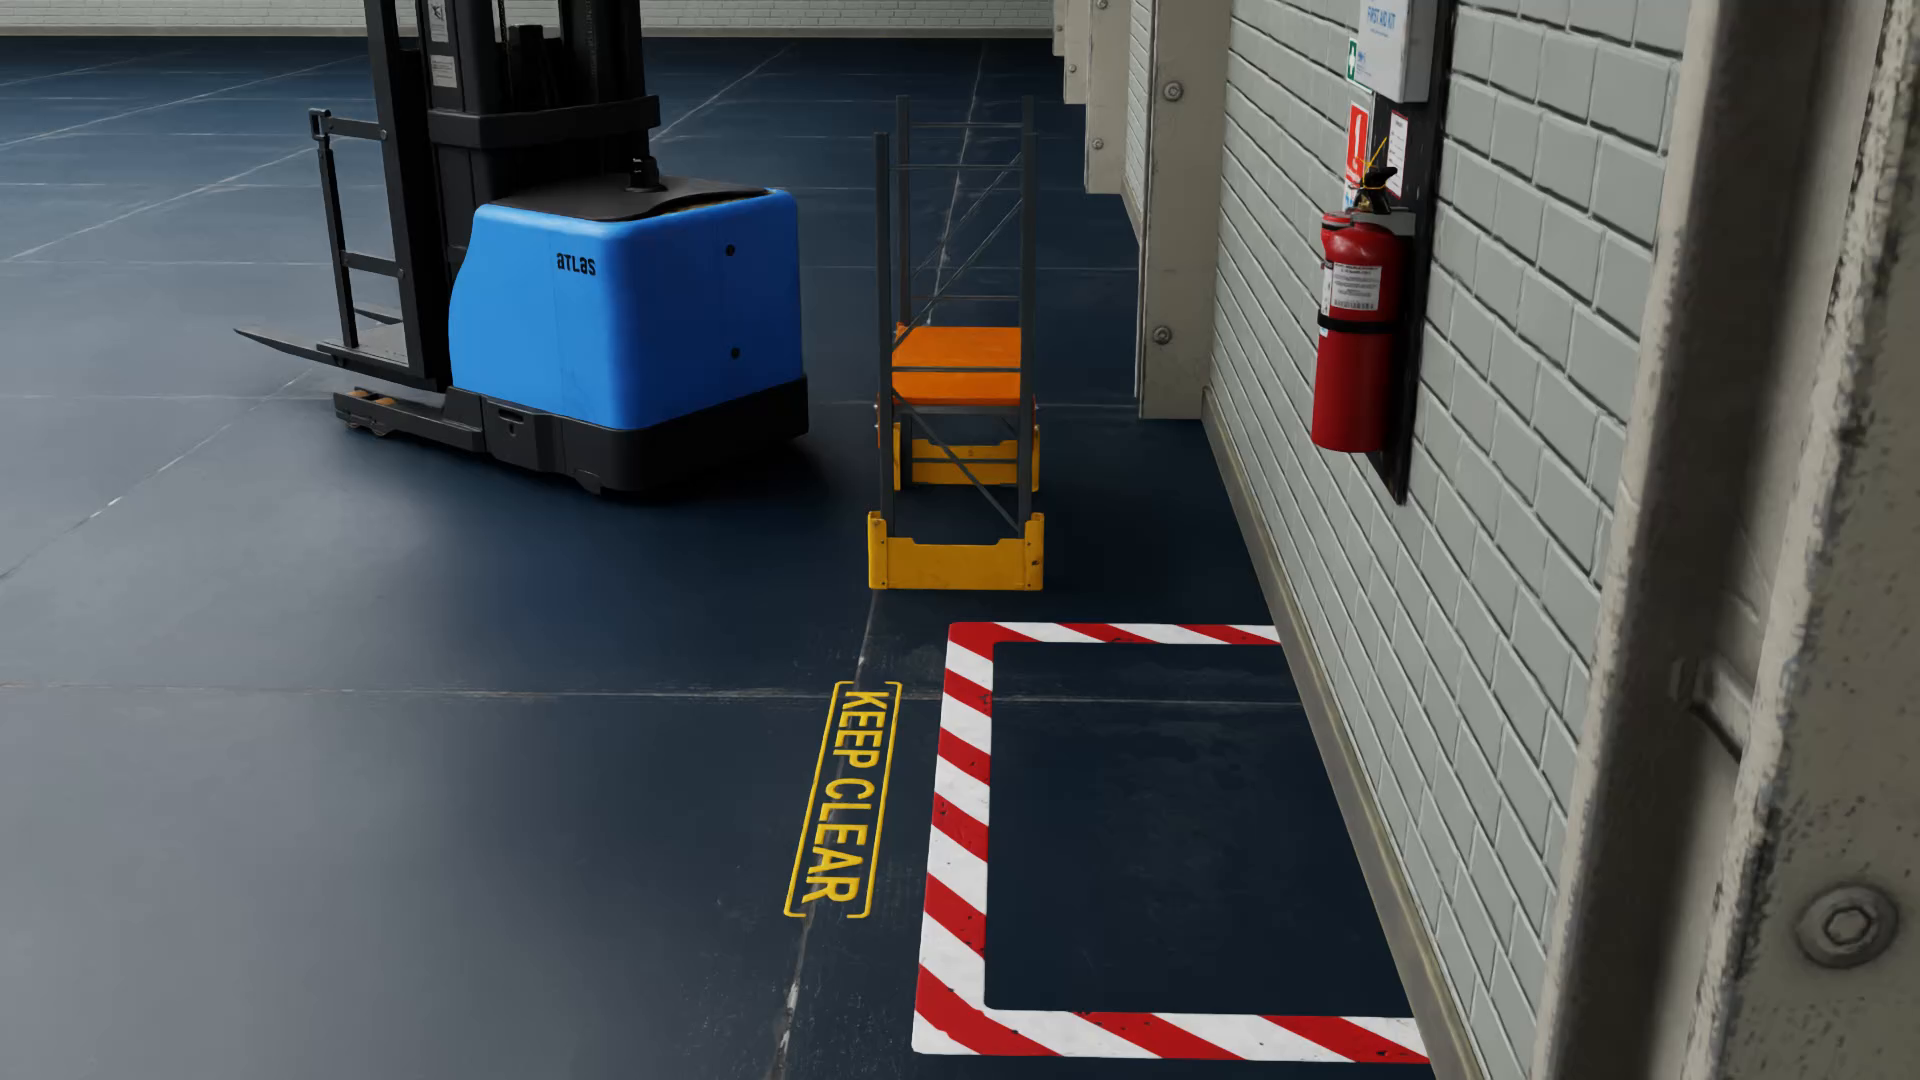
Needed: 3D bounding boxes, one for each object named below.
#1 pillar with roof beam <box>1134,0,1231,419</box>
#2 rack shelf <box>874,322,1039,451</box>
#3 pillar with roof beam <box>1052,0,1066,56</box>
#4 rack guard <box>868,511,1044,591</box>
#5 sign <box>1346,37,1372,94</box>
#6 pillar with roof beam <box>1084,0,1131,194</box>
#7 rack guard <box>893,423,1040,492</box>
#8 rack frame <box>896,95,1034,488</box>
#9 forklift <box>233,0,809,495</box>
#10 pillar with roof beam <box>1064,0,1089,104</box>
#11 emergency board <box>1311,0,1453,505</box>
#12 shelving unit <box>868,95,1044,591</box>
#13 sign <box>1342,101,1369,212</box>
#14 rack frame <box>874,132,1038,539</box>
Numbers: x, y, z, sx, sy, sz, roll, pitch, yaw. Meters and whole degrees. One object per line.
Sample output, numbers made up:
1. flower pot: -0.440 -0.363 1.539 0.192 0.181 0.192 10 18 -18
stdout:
1. pillar with roof beam: -3.338 -4.855 6.102 9.100 9.000 0.400 1 21 2
2. rack shelf: 0.003 -0.562 5.902 0.538 0.185 1.000 1 21 2
3. pillar with roof beam: -2.790 -11.364 22.876 9.100 9.000 0.400 1 21 2
4. rack guard: -0.013 0.036 5.591 0.587 0.250 0.087 1 21 2
5. sign: 1.007 -1.196 4.182 0.001 0.109 0.331 1 21 2
6. pillar with roof beam: -3.155 -7.025 11.694 9.100 9.000 0.400 1 21 2
7. rack guard: 0.017 -0.324 6.519 0.587 0.250 0.087 1 21 2
8. rack frame: 0.018 -0.914 6.311 0.500 1.500 0.032 1 21 2
9. forklift: -2.118 -1.950 7.002 3.031 2.935 1.130 15 26 34
10. pillar with roof beam: -2.973 -9.194 17.285 9.100 9.000 0.400 1 21 2
11. emergency board: 0.896 -0.735 3.776 0.194 1.169 0.643 1 21 2
12. shelving unit: 0.002 -0.727 5.829 0.587 1.500 1.083 1 21 2
13. sign: 1.016 -0.950 4.282 0.001 0.329 0.234 1 21 2
14. rack frame: -0.013 -0.546 5.363 0.500 1.500 0.032 1 21 2
